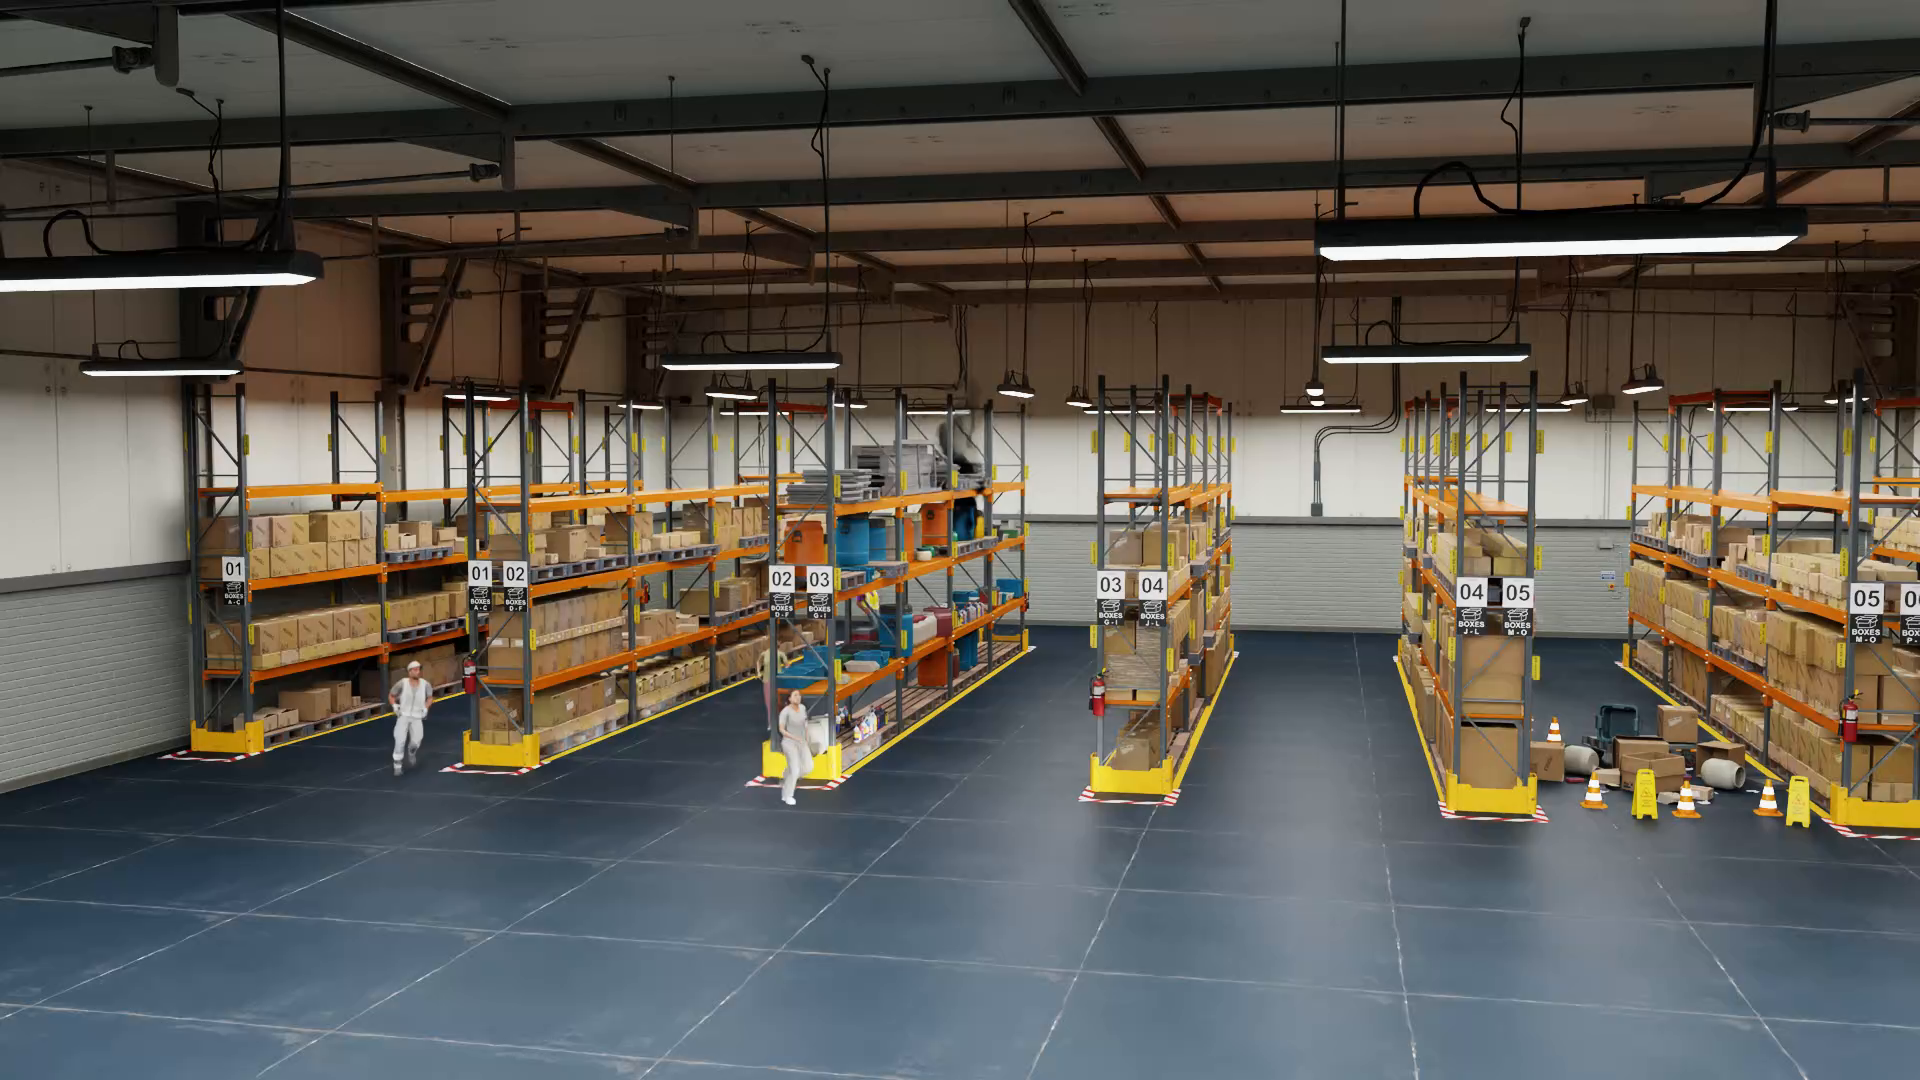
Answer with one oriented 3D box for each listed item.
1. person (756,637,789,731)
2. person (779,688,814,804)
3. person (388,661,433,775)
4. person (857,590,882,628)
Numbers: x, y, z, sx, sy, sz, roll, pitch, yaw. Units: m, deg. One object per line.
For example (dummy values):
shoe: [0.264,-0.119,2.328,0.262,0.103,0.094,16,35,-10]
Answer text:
person: [-3.310,2.508,29.312,0.609,1.637,0.783,0,3,5]
person: [-2.289,2.869,23.248,0.599,1.632,0.624,-3,5,-45]
person: [-8.392,2.702,25.431,0.663,1.705,0.577,-1,4,-23]
person: [-2.231,1.776,41.692,0.737,1.695,0.549,-2,4,-35]
